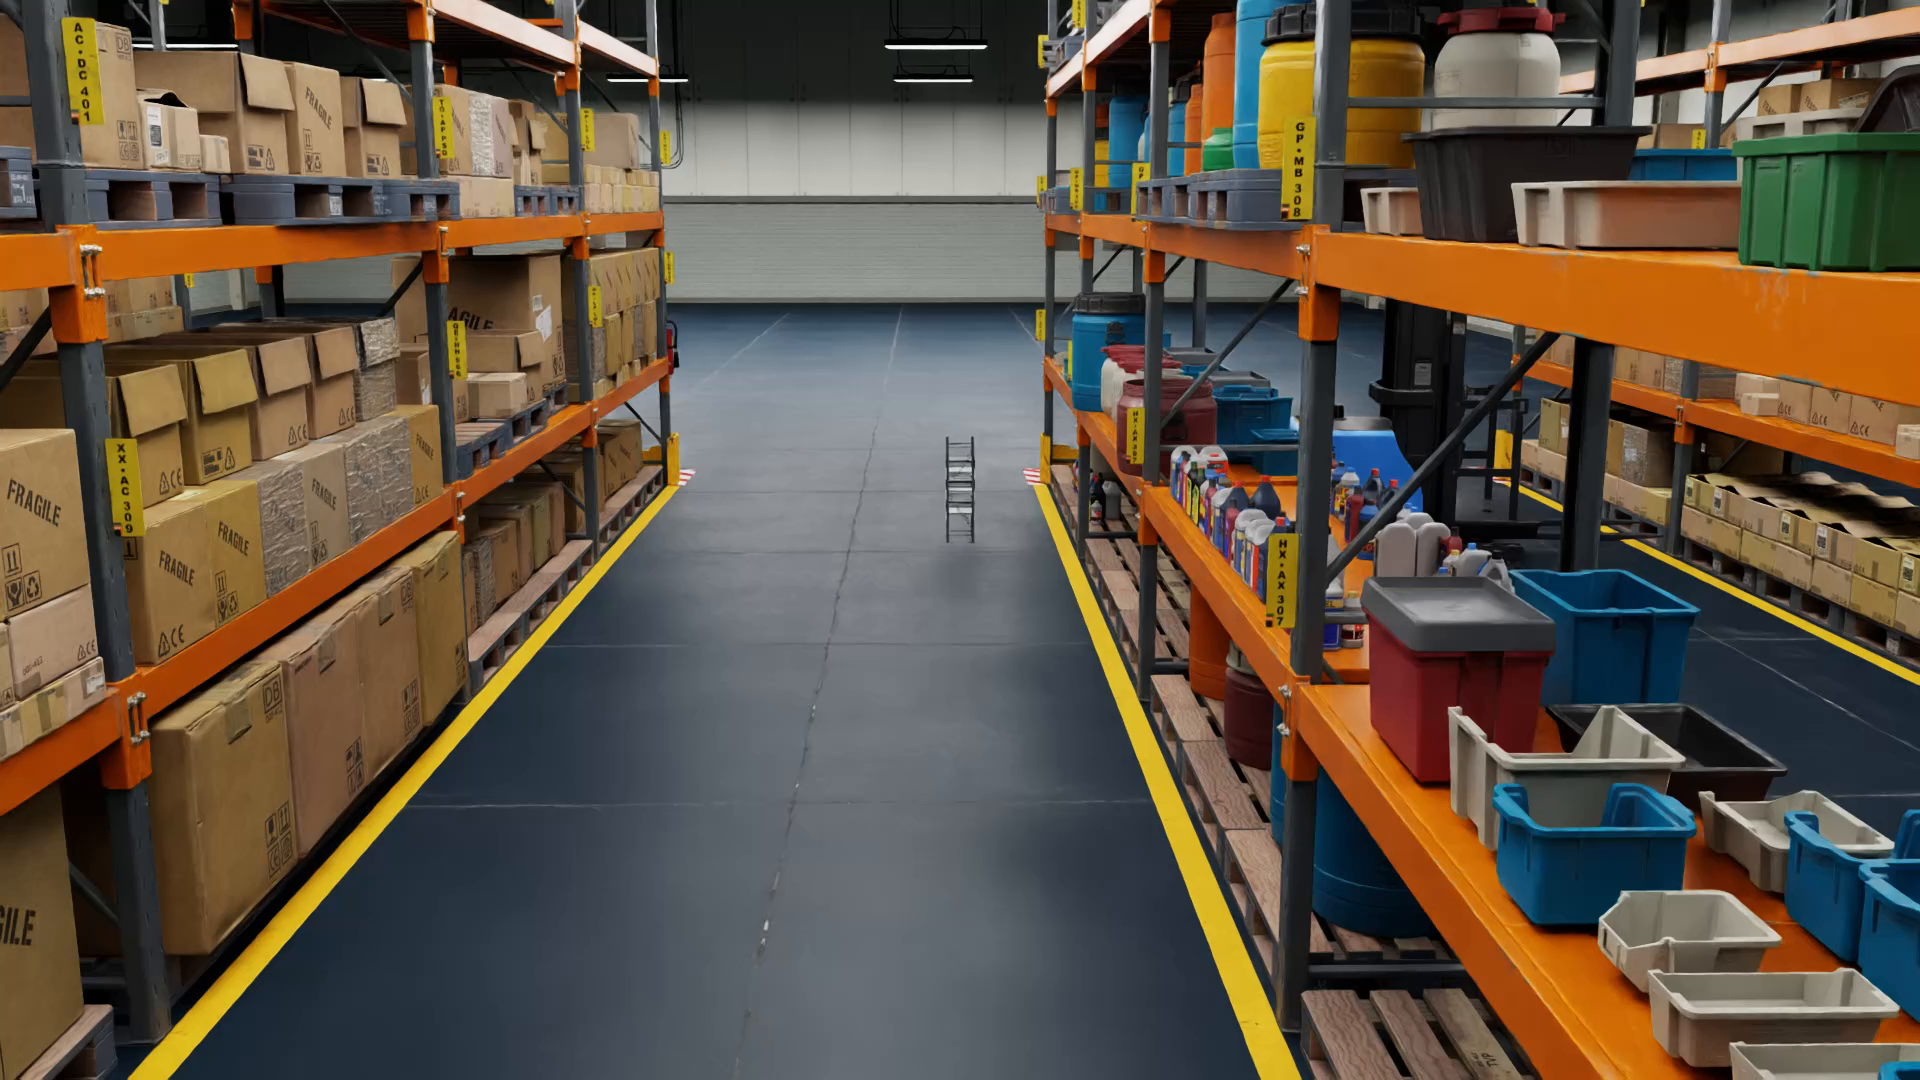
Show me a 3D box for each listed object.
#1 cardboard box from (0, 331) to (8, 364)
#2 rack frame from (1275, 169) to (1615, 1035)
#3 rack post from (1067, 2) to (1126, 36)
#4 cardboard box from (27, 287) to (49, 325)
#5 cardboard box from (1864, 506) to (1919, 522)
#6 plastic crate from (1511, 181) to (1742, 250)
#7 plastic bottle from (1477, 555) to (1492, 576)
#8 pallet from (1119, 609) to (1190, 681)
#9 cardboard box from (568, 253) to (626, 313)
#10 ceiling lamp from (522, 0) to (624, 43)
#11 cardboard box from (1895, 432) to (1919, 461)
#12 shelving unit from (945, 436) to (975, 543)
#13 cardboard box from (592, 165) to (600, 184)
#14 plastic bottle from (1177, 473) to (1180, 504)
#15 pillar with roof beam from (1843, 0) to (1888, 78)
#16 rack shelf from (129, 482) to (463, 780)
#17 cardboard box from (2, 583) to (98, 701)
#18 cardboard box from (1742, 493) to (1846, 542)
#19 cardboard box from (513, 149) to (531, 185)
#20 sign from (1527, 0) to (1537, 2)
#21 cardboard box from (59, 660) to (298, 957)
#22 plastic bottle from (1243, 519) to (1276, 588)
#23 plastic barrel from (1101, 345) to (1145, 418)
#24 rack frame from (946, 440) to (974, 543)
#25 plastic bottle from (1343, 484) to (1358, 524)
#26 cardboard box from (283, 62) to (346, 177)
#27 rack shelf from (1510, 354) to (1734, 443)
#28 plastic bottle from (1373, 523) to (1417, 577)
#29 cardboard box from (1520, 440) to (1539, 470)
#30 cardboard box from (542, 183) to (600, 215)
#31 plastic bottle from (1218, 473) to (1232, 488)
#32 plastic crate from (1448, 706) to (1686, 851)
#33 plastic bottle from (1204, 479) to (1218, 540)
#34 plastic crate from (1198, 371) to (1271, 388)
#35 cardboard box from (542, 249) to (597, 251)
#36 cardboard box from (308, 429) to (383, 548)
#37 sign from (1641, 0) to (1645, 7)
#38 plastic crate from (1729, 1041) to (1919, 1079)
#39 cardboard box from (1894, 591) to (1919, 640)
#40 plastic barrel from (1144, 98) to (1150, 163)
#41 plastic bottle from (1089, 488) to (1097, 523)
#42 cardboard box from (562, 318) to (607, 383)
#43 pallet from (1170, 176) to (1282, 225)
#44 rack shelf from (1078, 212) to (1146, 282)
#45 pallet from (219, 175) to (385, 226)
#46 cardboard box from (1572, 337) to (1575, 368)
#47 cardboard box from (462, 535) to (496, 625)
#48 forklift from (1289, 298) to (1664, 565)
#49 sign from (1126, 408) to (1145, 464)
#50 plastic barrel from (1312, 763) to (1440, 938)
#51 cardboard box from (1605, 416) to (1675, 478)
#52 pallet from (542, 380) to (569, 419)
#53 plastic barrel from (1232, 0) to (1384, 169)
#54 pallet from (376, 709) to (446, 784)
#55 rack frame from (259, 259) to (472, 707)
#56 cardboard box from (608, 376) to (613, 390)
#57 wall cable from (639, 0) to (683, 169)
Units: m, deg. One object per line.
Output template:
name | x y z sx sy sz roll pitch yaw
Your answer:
cardboard box | -8.457 -1.444 13.755 0.875 0.550 0.550 0 11 -1
rack frame | 1.641 0.272 5.672 1.000 3.000 0.127 0 11 -1
rack post | 1.465 -4.631 14.943 0.937 0.300 0.954 0 11 -2
cardboard box | -8.412 -2.190 14.717 0.875 0.550 0.550 0 11 -1
cardboard box | 6.755 -0.089 11.901 0.500 0.311 0.500 0 11 -2
plastic crate | 1.433 -0.683 3.500 0.437 0.136 0.530 0 11 -1
plastic bottle | 2.035 0.192 6.392 0.097 0.271 0.097 0 11 0
pallet | 1.581 0.690 10.628 1.003 0.211 1.213 0 11 -1
cardboard box | -3.253 -2.272 14.697 0.500 0.500 0.500 0 11 -1
ceiling lamp | -7.531 -11.124 32.076 2.000 3.185 0.800 0 11 -1
cardboard box | 6.216 -0.597 10.589 0.380 0.149 0.250 0 11 -1
shelving unit | 0.000 -0.439 14.462 0.258 0.900 0.210 0 11 -1
cardboard box | -3.233 -3.062 13.939 0.380 0.149 0.250 0 11 -1
plastic bottle | 1.221 -0.296 8.971 0.097 0.201 0.097 0 11 0
pillar with roof beam | 7.749 -6.133 22.158 9.100 9.000 0.400 0 11 -1
rack shelf | -3.352 0.248 7.603 1.077 0.370 4.000 0 11 -1
cardboard box | -3.039 0.307 5.130 0.500 0.250 0.500 0 11 -2
cardboard box | 6.205 -0.185 12.376 0.500 0.311 0.500 -1 11 -3
cardboard box | -3.357 -2.721 12.165 0.396 0.266 0.258 0 11 1
sign | 5.791 -5.607 16.816 0.100 0.325 0.005 0 11 -1
cardboard box | -3.344 1.001 6.368 1.225 0.875 0.875 0 11 -1
plastic bottle | 1.289 0.057 7.048 0.152 0.276 0.135 0 11 -1
plastic barrel | 1.276 -1.193 12.555 0.433 0.535 0.433 0 11 0
rack frame | 0.002 -0.419 14.362 0.240 0.900 0.006 0 11 -1
plastic bottle | 1.992 -0.181 8.407 0.097 0.201 0.097 0 11 0
cardboard box | -3.203 -1.935 7.701 0.500 0.500 0.500 0 11 2
rack shelf | 6.387 -1.382 15.639 1.077 0.370 4.000 0 11 -1
plastic bottle | 1.841 0.056 7.050 0.152 0.276 0.135 0 11 -1
cardboard box | 6.134 -0.883 17.228 0.500 0.250 0.500 0 11 -1
cardboard box | -3.229 -2.785 13.573 0.500 0.250 0.500 -1 11 -3
plastic bottle | 1.378 -0.250 8.748 0.097 0.201 0.097 0 11 0
plastic crate | 1.489 0.605 4.178 0.437 0.282 0.530 0 11 -1
plastic bottle | 1.223 -0.148 8.039 0.061 0.283 0.133 0 11 -1
plastic crate | 1.831 -0.877 11.175 0.402 0.464 0.583 0 11 -1
cardboard box | -3.816 -2.568 16.156 0.500 0.500 0.500 0 11 -1
cardboard box | -3.117 -0.252 8.005 0.500 0.500 0.500 -1 11 -3
sign | 6.888 -5.569 16.826 0.100 0.325 0.005 0 11 -1
plastic crate | 1.534 0.948 2.853 0.396 0.136 0.243 0 11 -1
cardboard box | 6.256 0.496 10.430 0.500 0.250 0.500 0 11 0
plastic barrel | 1.703 -2.933 12.669 0.600 0.901 0.708 0 11 -1
plastic bottle | 1.136 -0.297 14.202 0.061 0.283 0.133 0 11 2
cardboard box | -3.423 -1.582 13.813 0.875 0.500 0.500 0 11 -1
pallet | 1.501 -1.486 7.270 1.003 0.211 1.213 0 11 -1
rack shelf | 1.517 -2.038 11.324 1.077 0.370 4.000 0 11 -1
pallet | -3.301 -1.530 7.486 1.003 0.211 1.213 0 11 1
cardboard box | 6.363 -1.886 16.058 0.700 0.500 0.500 0 11 -1
cardboard box | -3.451 0.264 10.895 0.700 0.500 0.500 -1 12 -6
forklift | 4.285 -1.346 13.820 3.031 2.935 1.130 1 12 6
sign | 1.009 -0.599 9.557 0.100 0.325 0.005 0 11 -1
plastic barrel | 1.647 0.987 6.372 0.600 0.901 0.708 0 11 -1
cardboard box | 6.187 -0.853 15.194 0.500 0.500 0.500 0 11 -1
pallet | -3.606 -1.051 12.678 1.003 0.211 1.213 0 11 -1
plastic barrel | 1.453 -1.988 6.951 0.600 0.901 0.708 0 11 -1
pallet | -3.452 1.021 8.994 1.003 0.211 1.213 0 11 -1
rack frame | -3.393 -0.502 9.491 1.000 3.000 0.127 0 11 -1
cardboard box | -3.219 -1.367 14.387 0.380 0.149 0.250 0 11 -1
wall cable | -9.183 -13.086 47.875 2.305 6.003 0.169 0 11 -1
